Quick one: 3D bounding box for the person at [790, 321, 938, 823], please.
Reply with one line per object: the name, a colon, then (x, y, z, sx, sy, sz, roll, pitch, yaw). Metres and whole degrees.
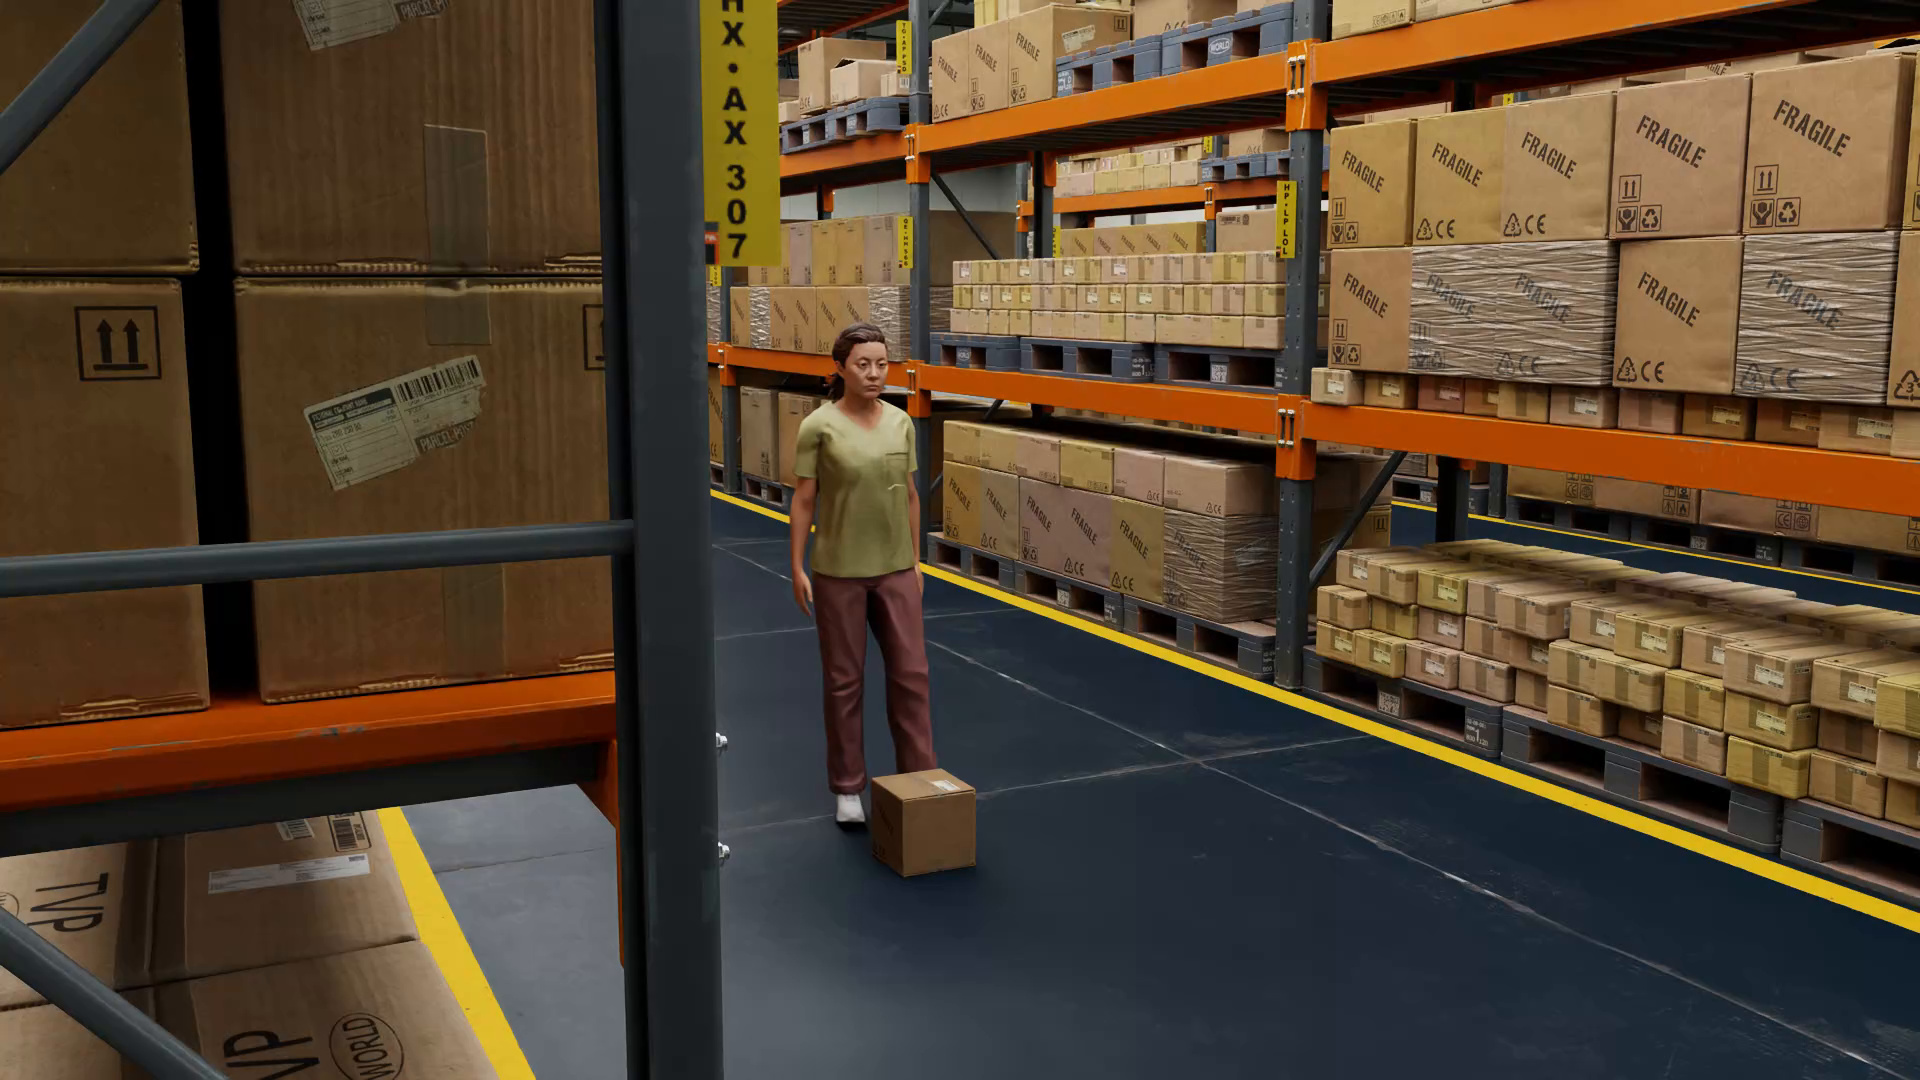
person: (-0.299, 0.129, 5.473, 0.470, 1.681, 0.529, -3, 9, -20)
